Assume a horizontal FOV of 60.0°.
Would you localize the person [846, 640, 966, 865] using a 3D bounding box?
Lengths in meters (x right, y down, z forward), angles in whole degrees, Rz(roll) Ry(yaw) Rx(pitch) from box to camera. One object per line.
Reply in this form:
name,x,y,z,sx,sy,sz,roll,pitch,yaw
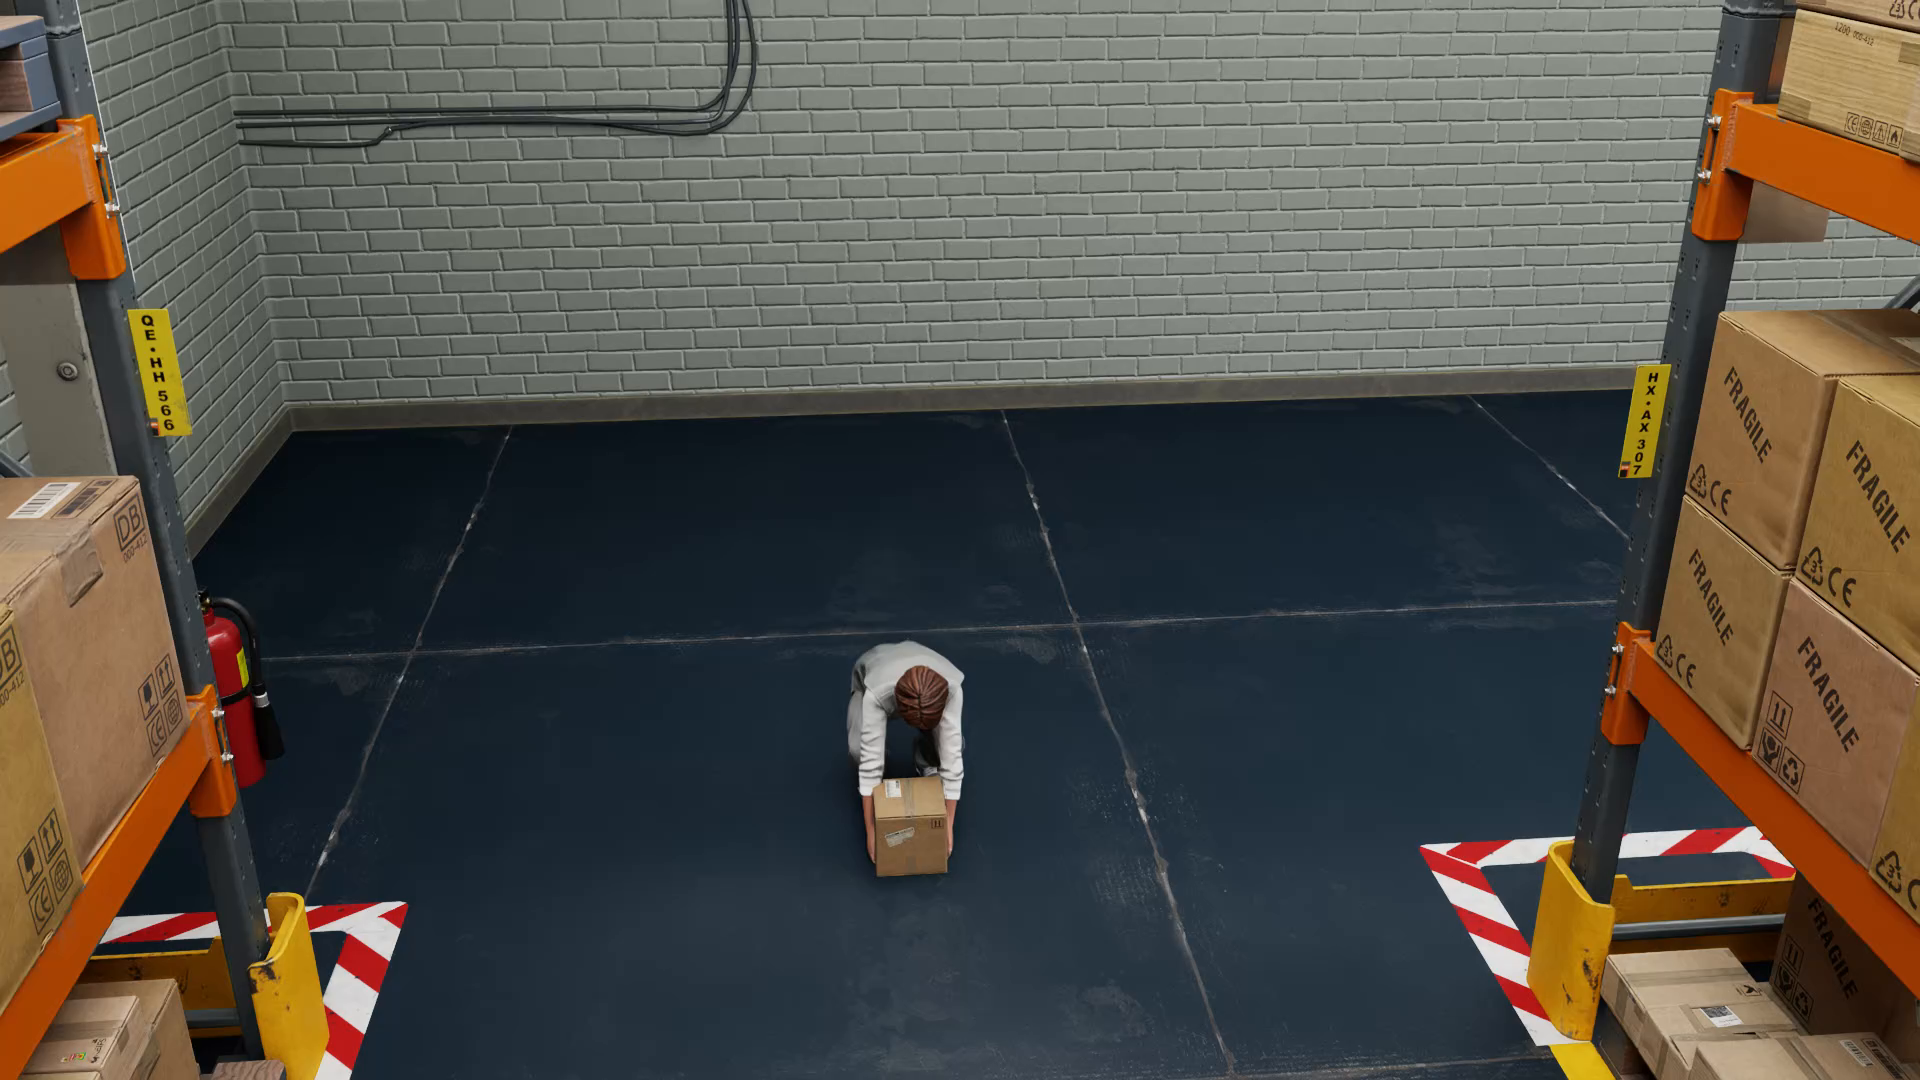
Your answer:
person,-0.205,0.683,6.182,0.436,0.764,0.816,-2,24,-5
